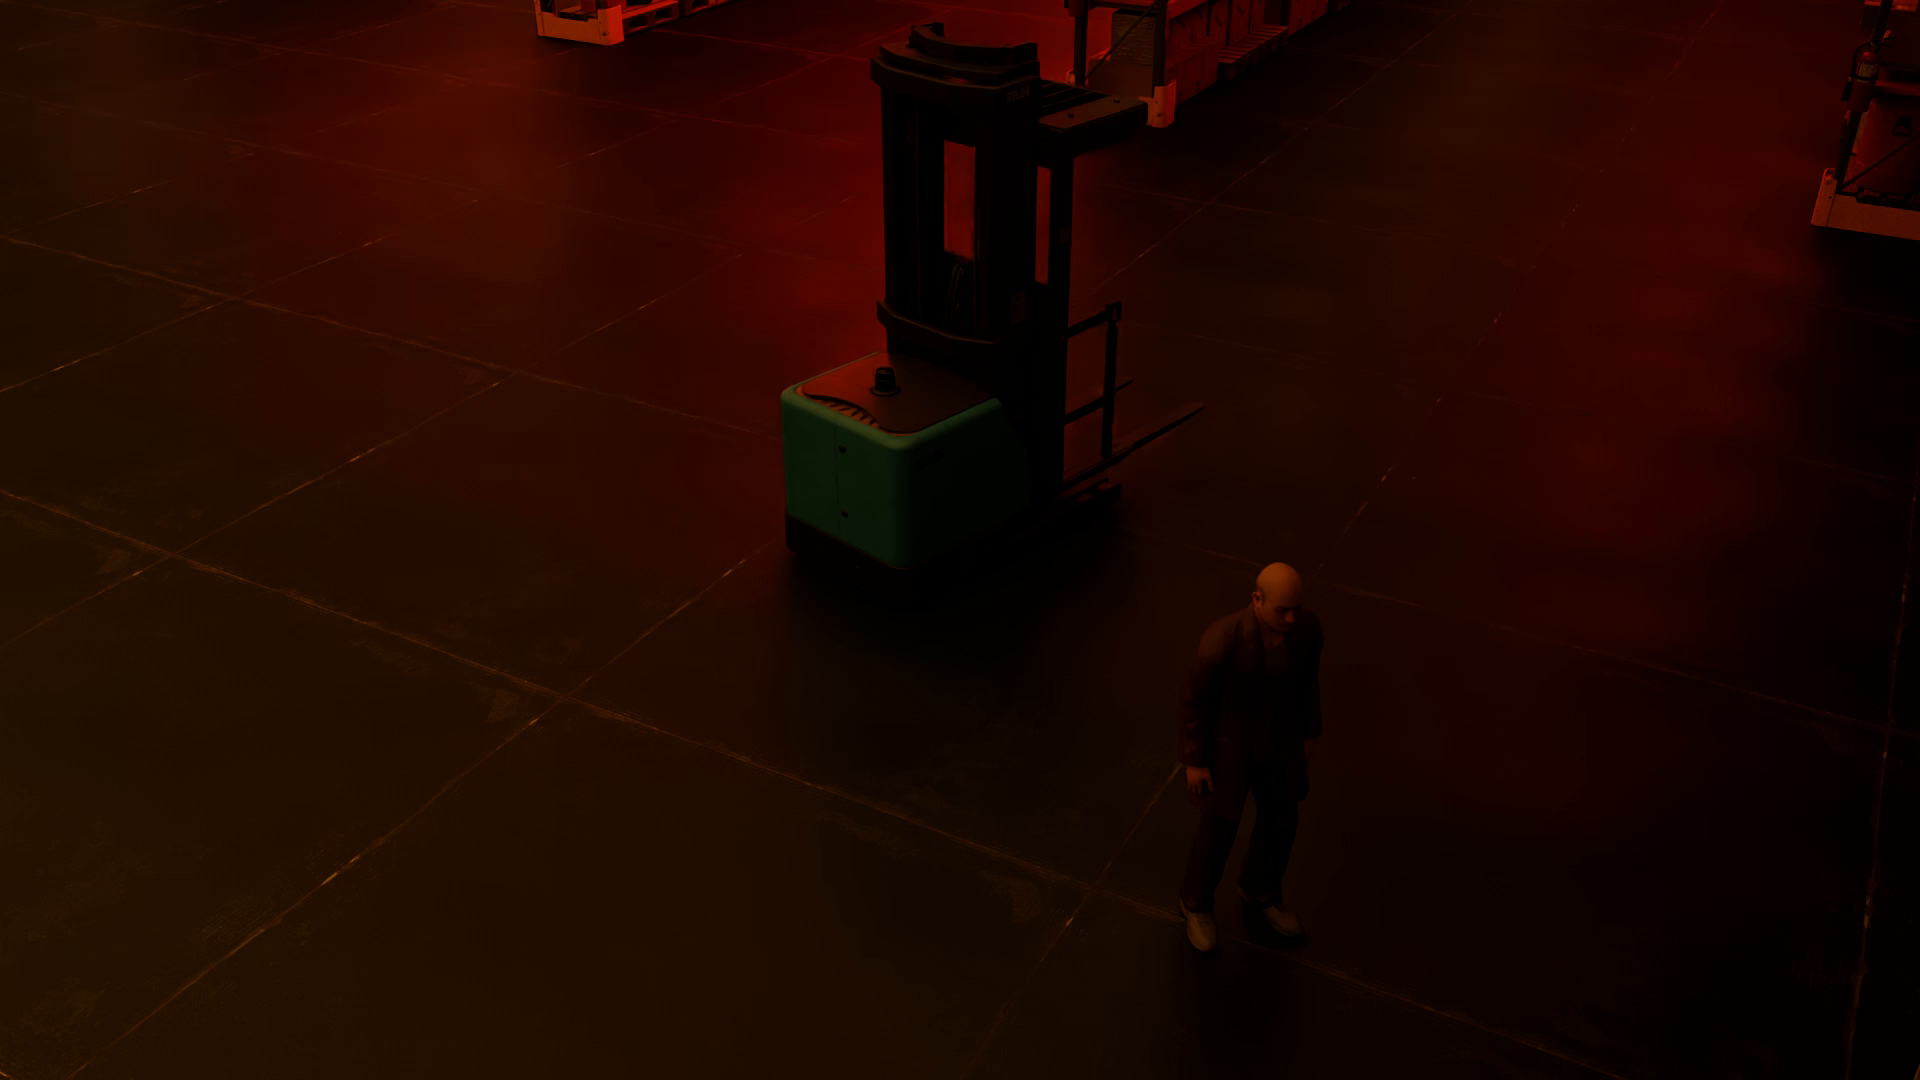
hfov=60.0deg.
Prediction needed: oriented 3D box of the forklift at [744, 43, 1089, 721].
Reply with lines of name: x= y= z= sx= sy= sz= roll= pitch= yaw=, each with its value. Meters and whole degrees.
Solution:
forklift: x=-0.215 y=-0.968 z=8.747 sx=1.130 sy=2.935 sz=3.031 roll=11 pitch=32 yaw=18

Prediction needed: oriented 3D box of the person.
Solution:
person: x=1.204 y=0.851 z=6.752 sx=0.656 sy=1.774 sz=0.424 roll=-11 pitch=32 yaw=-18
